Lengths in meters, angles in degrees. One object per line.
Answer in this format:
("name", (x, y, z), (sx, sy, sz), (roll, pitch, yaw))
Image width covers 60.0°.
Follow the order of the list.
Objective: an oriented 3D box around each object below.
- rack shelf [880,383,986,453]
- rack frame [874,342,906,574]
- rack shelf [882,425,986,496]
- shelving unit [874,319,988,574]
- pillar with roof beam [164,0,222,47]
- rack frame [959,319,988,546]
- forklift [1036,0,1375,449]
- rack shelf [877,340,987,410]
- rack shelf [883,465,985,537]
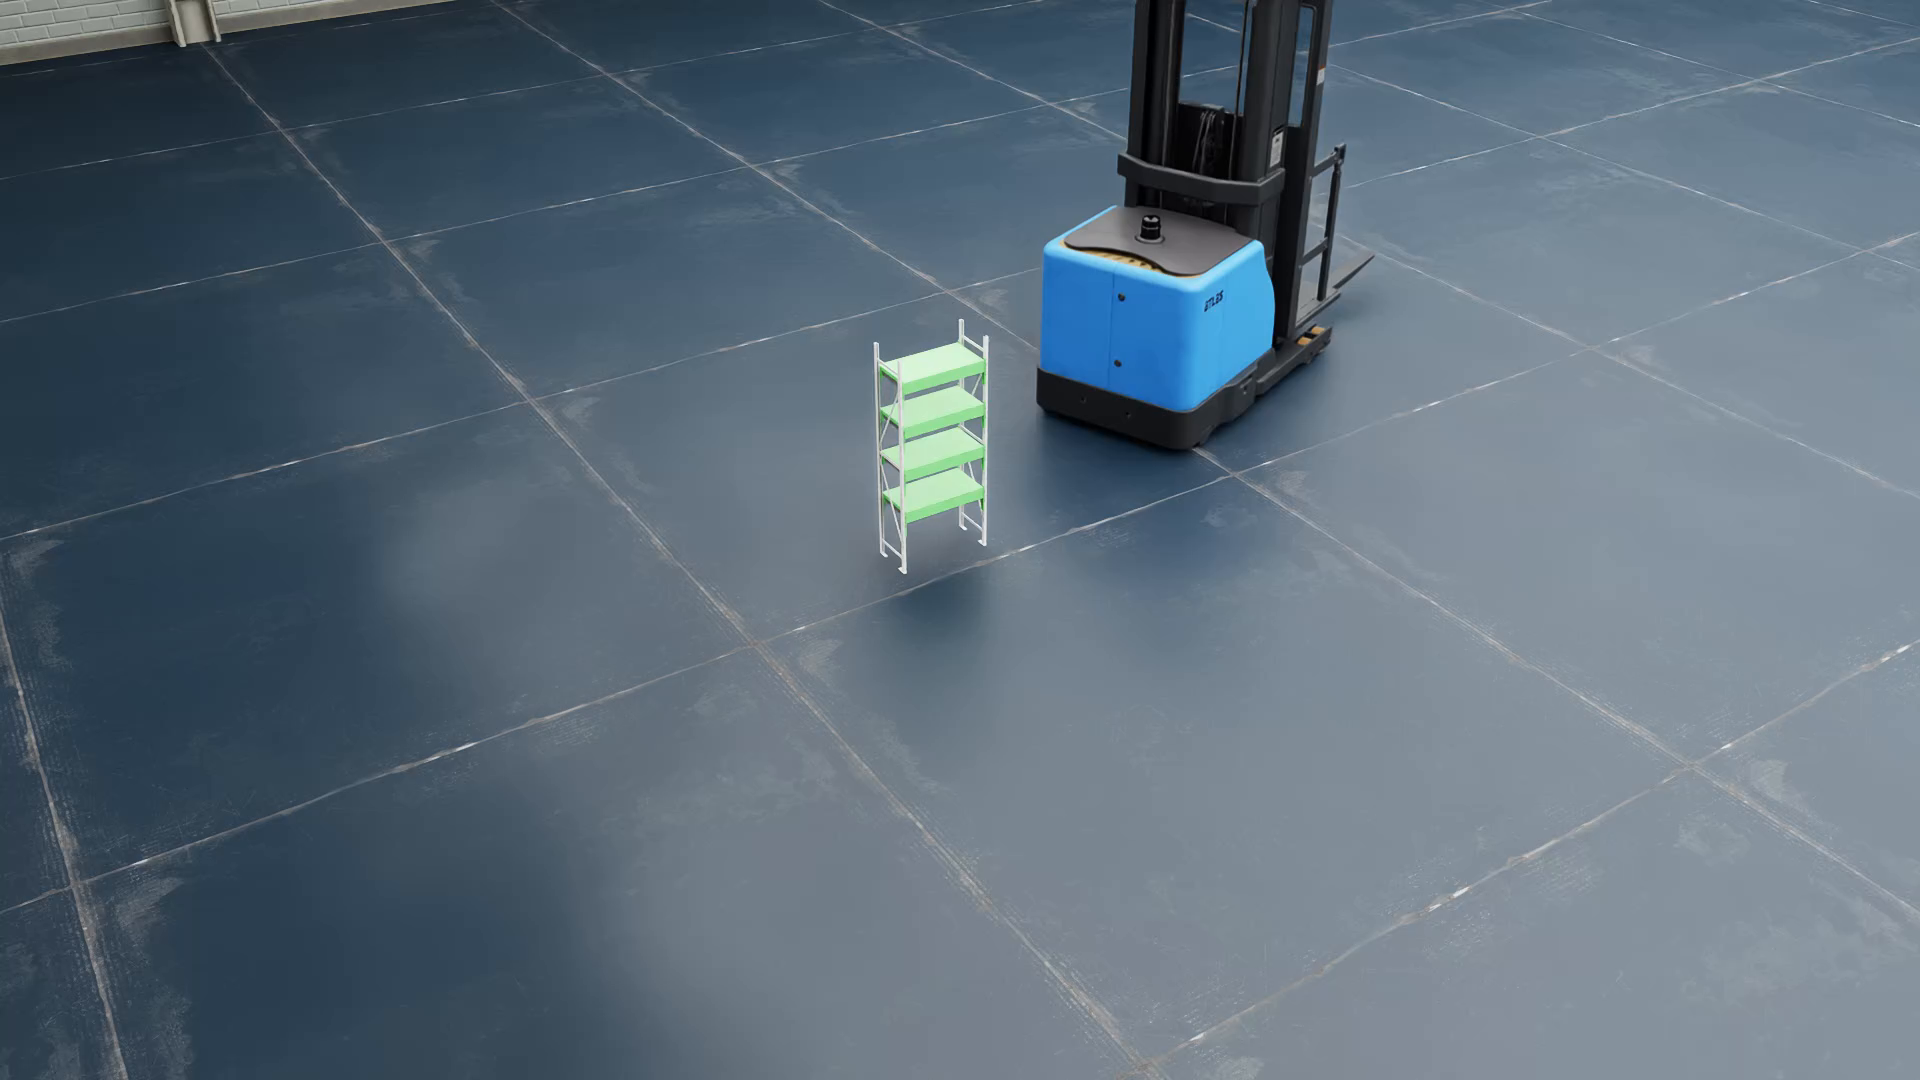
("rack shelf", (-0.139, -0.609, 8.260), (0.480, 0.148, 0.258), (-19, 37, -27))
("rack frame", (-0.344, -0.389, 8.242), (0.015, 1.200, 0.240), (-19, 37, -27))
("rack shelf", (-0.139, -0.406, 8.388), (0.480, 0.148, 0.258), (-19, 37, -27))
("shelving unit", (-0.139, -0.460, 8.354), (0.503, 1.200, 0.258), (-19, 37, -27))
("pillar with roof beam", (-5.327, -6.896, 11.247), (0.400, 9.000, 9.100), (-19, 37, -27))
("rack frame", (0.066, -0.530, 8.466), (0.015, 1.200, 0.240), (-19, 37, -27))
("forklift", (1.720, -2.489, 9.948), (1.130, 2.935, 3.031), (21, 38, 29))
("rack shelf", (-0.139, -0.812, 8.132), (0.480, 0.148, 0.258), (-19, 37, -27))
("rack shelf", (-0.139, -0.203, 8.516), (0.480, 0.148, 0.258), (-19, 37, -27))
